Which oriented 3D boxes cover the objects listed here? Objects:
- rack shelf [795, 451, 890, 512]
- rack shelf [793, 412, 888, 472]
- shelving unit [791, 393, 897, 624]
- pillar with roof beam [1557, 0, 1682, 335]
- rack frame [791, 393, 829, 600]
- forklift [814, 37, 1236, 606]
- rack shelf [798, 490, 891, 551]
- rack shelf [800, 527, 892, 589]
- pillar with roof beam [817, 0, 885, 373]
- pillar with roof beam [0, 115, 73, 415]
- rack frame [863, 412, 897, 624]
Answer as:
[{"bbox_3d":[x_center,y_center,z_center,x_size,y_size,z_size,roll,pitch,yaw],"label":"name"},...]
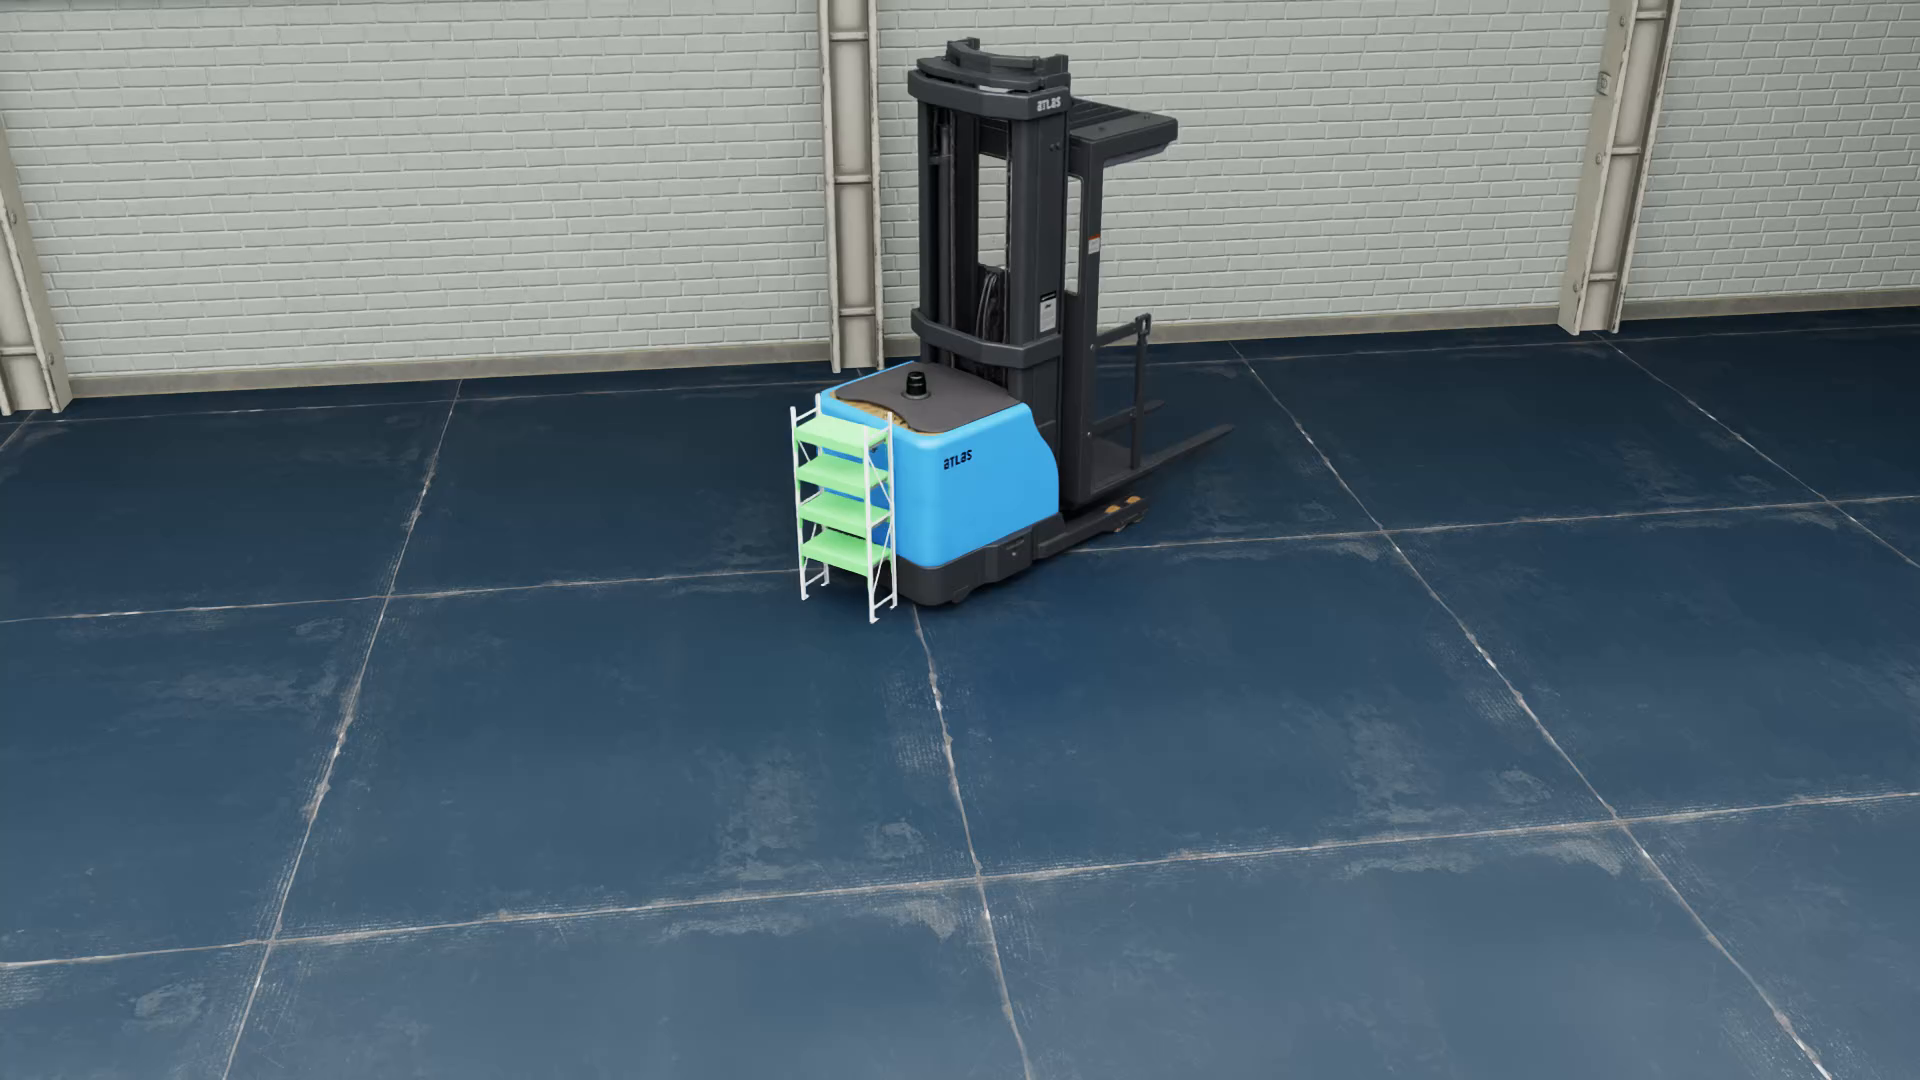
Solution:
[{"bbox_3d":[-0.641,-0.327,9.184,0.480,0.148,0.258,17,32,29],"label":"rack shelf"},{"bbox_3d":[-0.642,-0.540,9.072,0.480,0.148,0.258,17,32,29],"label":"rack shelf"},{"bbox_3d":[-0.640,-0.171,9.266,0.503,1.200,0.258,17,32,29],"label":"shelving unit"},{"bbox_3d":[5.745,-3.802,7.802,0.400,9.000,9.100,-4,27,-7],"label":"pillar with roof beam"},{"bbox_3d":[-0.843,-0.233,9.386,0.015,1.200,0.240,17,32,29],"label":"rack frame"},{"bbox_3d":[0.553,-1.503,9.969,3.031,2.935,1.130,-24,36,-38],"label":"forklift"},{"bbox_3d":[-0.639,-0.115,9.296,0.480,0.148,0.258,17,32,29],"label":"rack shelf"},{"bbox_3d":[-0.638,0.098,9.407,0.480,0.148,0.258,17,32,29],"label":"rack shelf"},{"bbox_3d":[-0.197,-3.420,7.059,0.400,9.000,9.100,-4,27,-7],"label":"pillar with roof beam"},{"bbox_3d":[-6.138,-3.039,6.315,0.400,9.000,9.100,-4,27,-7],"label":"pillar with roof beam"},{"bbox_3d":[-0.437,-0.110,9.146,0.015,1.200,0.240,17,32,29],"label":"rack frame"}]
